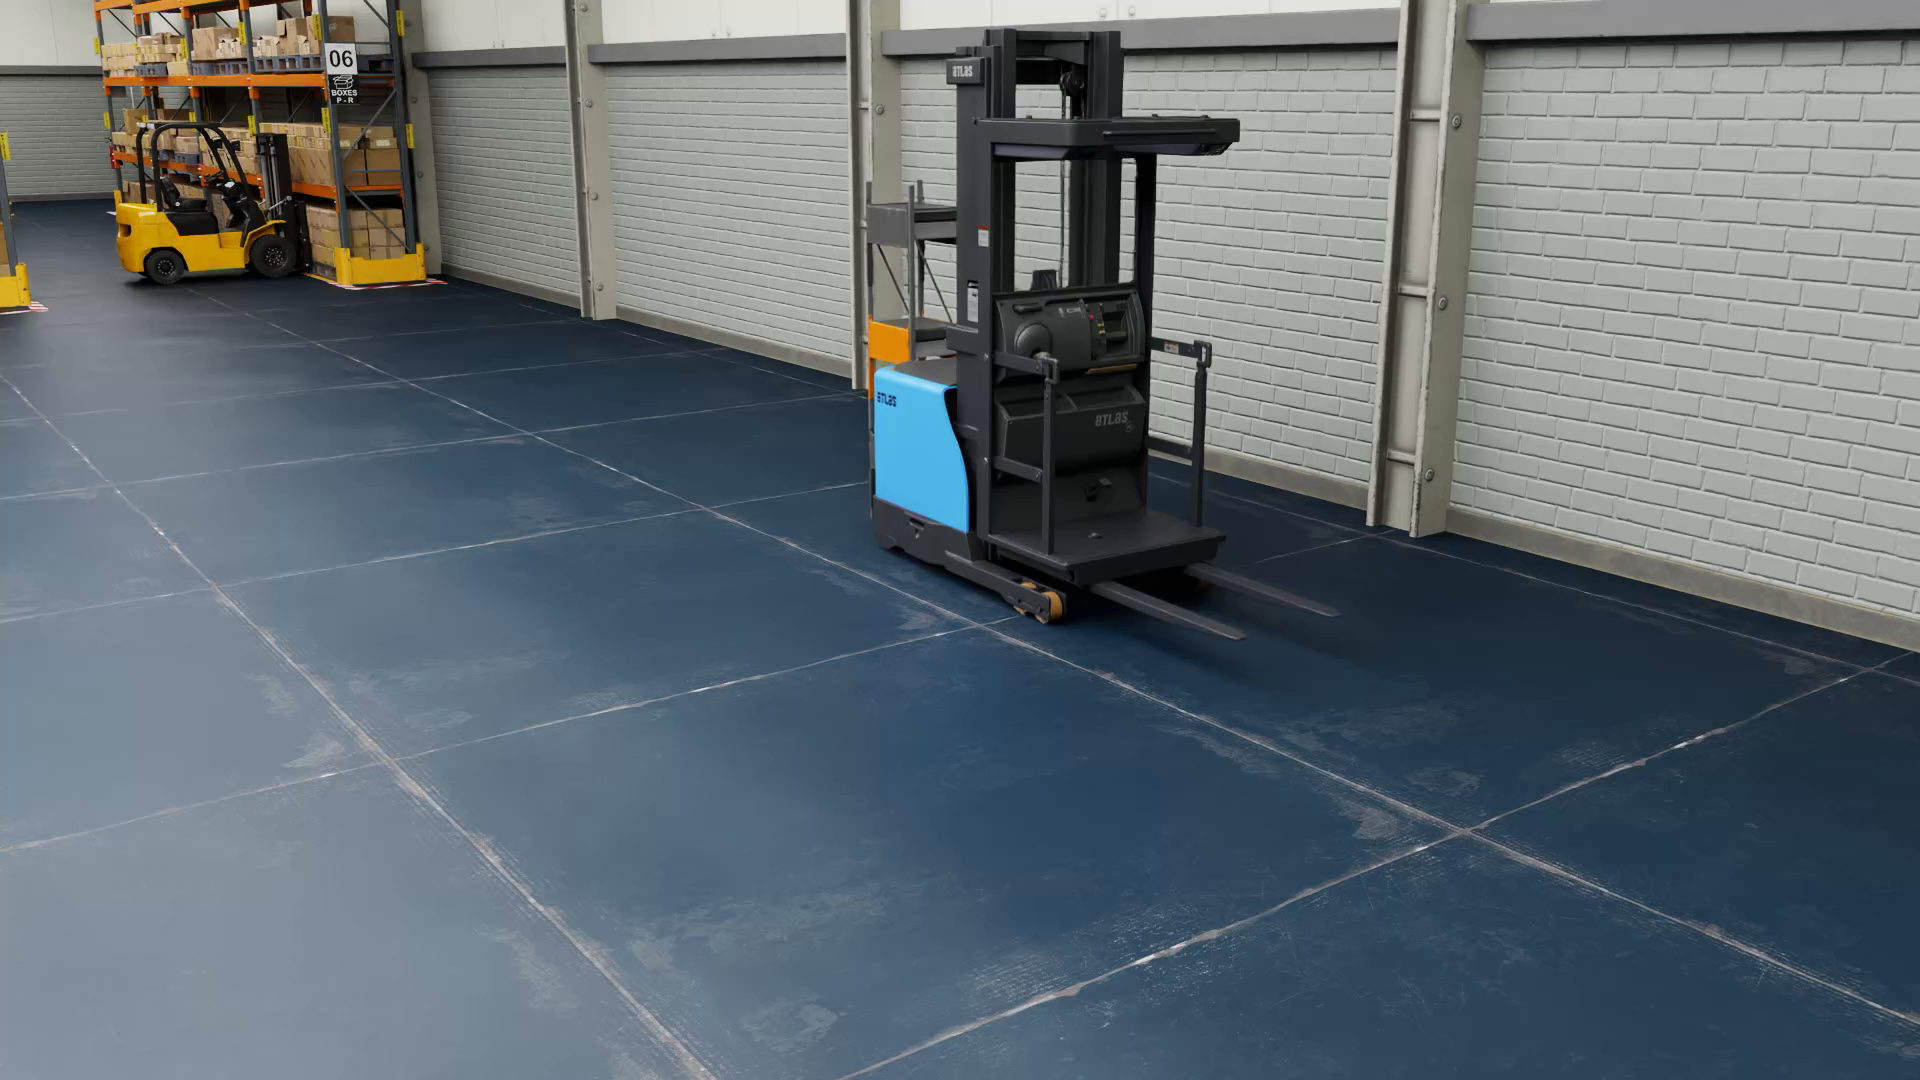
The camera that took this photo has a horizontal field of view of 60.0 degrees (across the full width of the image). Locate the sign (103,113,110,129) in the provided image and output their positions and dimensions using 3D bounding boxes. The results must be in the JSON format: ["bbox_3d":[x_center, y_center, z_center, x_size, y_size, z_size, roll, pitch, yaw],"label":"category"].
[{"bbox_3d":[-17.965,-8.831,35.021,0.100,0.325,0.005,-11,19,-35],"label":"sign"}]

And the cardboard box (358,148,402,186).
[{"bbox_3d":[-8.185,-5.279,23.491,0.500,0.500,0.500,-10,18,-33],"label":"cardboard box"}]

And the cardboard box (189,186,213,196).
[{"bbox_3d":[-13.887,-6.399,30.484,0.380,0.149,0.250,-11,19,-35],"label":"cardboard box"}]

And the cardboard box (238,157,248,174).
[{"bbox_3d":[-11.278,-6.037,26.734,0.500,0.250,0.500,-11,19,-35],"label":"cardboard box"}]

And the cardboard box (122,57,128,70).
[{"bbox_3d":[-16.266,-9.446,32.947,0.500,0.250,0.500,-10,18,-33],"label":"cardboard box"}]

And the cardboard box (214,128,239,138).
[{"bbox_3d":[-12.379,-6.876,28.097,0.380,0.149,0.250,-11,19,-34],"label":"cardboard box"}]

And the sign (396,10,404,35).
[{"bbox_3d":[-7.666,-7.073,22.748,0.100,0.325,0.005,-11,19,-35],"label":"sign"}]

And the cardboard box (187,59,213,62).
[{"bbox_3d":[-13.225,-8.395,28.913,0.380,0.149,0.250,-10,18,-33],"label":"cardboard box"}]

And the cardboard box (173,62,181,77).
[{"bbox_3d":[-13.616,-8.343,29.480,0.500,0.250,0.500,-11,19,-34],"label":"cardboard box"}]

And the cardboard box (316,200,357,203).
[{"bbox_3d":[-9.428,-5.003,25.193,0.500,0.250,0.500,-11,19,-34],"label":"cardboard box"}]

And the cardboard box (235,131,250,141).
[{"bbox_3d":[-11.380,-6.483,26.664,0.380,0.149,0.250,-12,19,-36],"label":"cardboard box"}]

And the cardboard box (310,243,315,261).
[{"bbox_3d":[-9.222,-4.225,24.244,0.500,0.250,0.500,-11,19,-34],"label":"cardboard box"}]

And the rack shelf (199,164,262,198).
[{"bbox_3d":[-11.646,-6.016,27.736,1.077,0.370,4.000,-11,19,-35],"label":"rack shelf"}]

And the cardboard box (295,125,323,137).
[{"bbox_3d":[-9.331,-5.887,23.921,0.380,0.149,0.250,-10,18,-33],"label":"cardboard box"}]

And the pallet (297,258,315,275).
[{"bbox_3d":[-9.315,-4.154,24.852,1.003,0.211,1.213,-11,19,-35],"label":"pallet"}]

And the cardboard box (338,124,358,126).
[{"bbox_3d":[-9.029,-6.026,24.428,0.380,0.149,0.250,-11,19,-34],"label":"cardboard box"}]

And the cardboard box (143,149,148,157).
[{"bbox_3d":[-15.909,-7.656,32.841,0.380,0.149,0.250,-10,18,-33],"label":"cardboard box"}]

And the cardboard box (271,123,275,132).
[{"bbox_3d":[-10.281,-6.287,25.383,0.380,0.149,0.250,-11,19,-34],"label":"cardboard box"}]

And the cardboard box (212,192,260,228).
[{"bbox_3d":[-12.466,-5.712,28.965,0.875,0.625,0.625,-10,18,-33],"label":"cardboard box"}]

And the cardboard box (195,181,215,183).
[{"bbox_3d":[-14.565,-6.864,32.185,0.380,0.149,0.250,-11,19,-35],"label":"cardboard box"}]

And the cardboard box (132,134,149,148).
[{"bbox_3d":[-16.260,-7.999,33.341,0.500,0.250,0.500,-11,19,-35],"label":"cardboard box"}]

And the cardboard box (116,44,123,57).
[{"bbox_3d":[-16.570,-9.799,33.289,0.500,0.250,0.500,-10,18,-33],"label":"cardboard box"}]

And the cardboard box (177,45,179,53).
[{"bbox_3d":[-13.645,-8.710,29.500,0.380,0.149,0.250,-11,19,-35],"label":"cardboard box"}]

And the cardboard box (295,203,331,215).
[{"bbox_3d":[-9.543,-4.814,24.501,0.500,0.250,0.500,-11,19,-36],"label":"cardboard box"}]

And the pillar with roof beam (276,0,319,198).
[{"bbox_3d":[-14.809,-8.877,25.462,9.100,9.000,0.400,-11,19,-35],"label":"pillar with roof beam"}]

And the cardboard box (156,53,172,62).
[{"bbox_3d":[-14.395,-8.770,30.247,0.380,0.149,0.250,-10,18,-33],"label":"cardboard box"}]

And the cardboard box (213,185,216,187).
[{"bbox_3d":[-13.680,-6.527,30.953,0.380,0.149,0.250,-11,19,-34],"label":"cardboard box"}]

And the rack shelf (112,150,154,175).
[{"bbox_3d":[-16.350,-7.724,33.978,1.077,0.370,4.000,-11,19,-35],"label":"rack shelf"}]

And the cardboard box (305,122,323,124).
[{"bbox_3d":[-9.924,-6.359,25.646,0.380,0.149,0.250,-11,19,-36],"label":"cardboard box"}]

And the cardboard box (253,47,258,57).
[{"bbox_3d":[-10.452,-7.369,25.127,0.380,0.149,0.250,-10,18,-33],"label":"cardboard box"}]

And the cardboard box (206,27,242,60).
[{"bbox_3d":[-11.995,-8.126,27.226,0.500,0.500,0.500,-10,18,-33],"label":"cardboard box"}]

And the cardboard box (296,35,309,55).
[{"bbox_3d":[-9.000,-6.898,23.185,0.396,0.266,0.258,-11,19,-34],"label":"cardboard box"}]

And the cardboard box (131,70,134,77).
[{"bbox_3d":[-16.057,-9.165,32.674,0.380,0.149,0.250,-11,19,-35],"label":"cardboard box"}]

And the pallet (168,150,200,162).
[{"bbox_3d":[-13.969,-7.112,30.741,1.003,0.211,1.213,-11,19,-35],"label":"pallet"}]

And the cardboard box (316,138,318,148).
[{"bbox_3d":[-8.826,-5.588,23.392,0.380,0.149,0.250,-10,18,-34],"label":"cardboard box"}]

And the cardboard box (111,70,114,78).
[{"bbox_3d":[-17.151,-9.541,34.047,0.380,0.149,0.250,-10,18,-33],"label":"cardboard box"}]

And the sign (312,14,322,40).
[{"bbox_3d":[-8.565,-6.836,22.161,0.100,0.325,0.005,-11,19,-35],"label":"sign"}]

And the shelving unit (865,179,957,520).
[{"bbox_3d":[-0.263,-1.118,10.183,0.431,2.100,0.503,-10,18,-32],"label":"shelving unit"}]

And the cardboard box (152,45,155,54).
[{"bbox_3d":[-14.540,-8.967,30.403,0.380,0.149,0.250,-11,19,-34],"label":"cardboard box"}]

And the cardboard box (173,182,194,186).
[{"bbox_3d":[-14.793,-6.736,31.714,0.380,0.149,0.250,-12,19,-37],"label":"cardboard box"}]

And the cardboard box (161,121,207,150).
[{"bbox_3d":[-14.304,-7.478,30.733,0.700,0.500,0.500,-11,19,-35],"label":"cardboard box"}]

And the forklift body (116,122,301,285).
[{"bbox_3d":[-10.709,-4.794,23.517,2.313,2.155,1.214,-11,19,-35],"label":"forklift body"}]

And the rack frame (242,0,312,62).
[{"bbox_3d":[-10.470,-8.829,25.289,1.000,3.000,0.127,-11,19,-35],"label":"rack frame"}]

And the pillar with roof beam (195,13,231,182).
[{"bbox_3d":[-18.336,-10.158,30.143,9.100,9.000,0.400,-11,19,-35],"label":"pillar with roof beam"}]

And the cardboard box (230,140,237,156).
[{"bbox_3d":[-11.570,-6.388,27.072,0.500,0.250,0.500,-10,18,-33],"label":"cardboard box"}]

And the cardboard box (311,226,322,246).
[{"bbox_3d":[-8.943,-4.363,23.801,0.500,0.250,0.500,-11,19,-35],"label":"cardboard box"}]

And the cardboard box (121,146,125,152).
[{"bbox_3d":[-17.367,-8.217,34.892,0.380,0.149,0.250,-10,18,-33],"label":"cardboard box"}]

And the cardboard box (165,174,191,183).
[{"bbox_3d":[-14.987,-6.931,31.866,0.380,0.149,0.250,-12,19,-37],"label":"cardboard box"}]

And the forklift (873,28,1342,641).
[{"bbox_3d":[0.713,-1.128,8.644,1.130,2.935,3.031,-10,18,-32],"label":"forklift"}]

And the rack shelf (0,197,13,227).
[{"bbox_3d":[-13.307,-4.390,21.797,1.077,0.370,4.000,-11,19,-35],"label":"rack shelf"}]
